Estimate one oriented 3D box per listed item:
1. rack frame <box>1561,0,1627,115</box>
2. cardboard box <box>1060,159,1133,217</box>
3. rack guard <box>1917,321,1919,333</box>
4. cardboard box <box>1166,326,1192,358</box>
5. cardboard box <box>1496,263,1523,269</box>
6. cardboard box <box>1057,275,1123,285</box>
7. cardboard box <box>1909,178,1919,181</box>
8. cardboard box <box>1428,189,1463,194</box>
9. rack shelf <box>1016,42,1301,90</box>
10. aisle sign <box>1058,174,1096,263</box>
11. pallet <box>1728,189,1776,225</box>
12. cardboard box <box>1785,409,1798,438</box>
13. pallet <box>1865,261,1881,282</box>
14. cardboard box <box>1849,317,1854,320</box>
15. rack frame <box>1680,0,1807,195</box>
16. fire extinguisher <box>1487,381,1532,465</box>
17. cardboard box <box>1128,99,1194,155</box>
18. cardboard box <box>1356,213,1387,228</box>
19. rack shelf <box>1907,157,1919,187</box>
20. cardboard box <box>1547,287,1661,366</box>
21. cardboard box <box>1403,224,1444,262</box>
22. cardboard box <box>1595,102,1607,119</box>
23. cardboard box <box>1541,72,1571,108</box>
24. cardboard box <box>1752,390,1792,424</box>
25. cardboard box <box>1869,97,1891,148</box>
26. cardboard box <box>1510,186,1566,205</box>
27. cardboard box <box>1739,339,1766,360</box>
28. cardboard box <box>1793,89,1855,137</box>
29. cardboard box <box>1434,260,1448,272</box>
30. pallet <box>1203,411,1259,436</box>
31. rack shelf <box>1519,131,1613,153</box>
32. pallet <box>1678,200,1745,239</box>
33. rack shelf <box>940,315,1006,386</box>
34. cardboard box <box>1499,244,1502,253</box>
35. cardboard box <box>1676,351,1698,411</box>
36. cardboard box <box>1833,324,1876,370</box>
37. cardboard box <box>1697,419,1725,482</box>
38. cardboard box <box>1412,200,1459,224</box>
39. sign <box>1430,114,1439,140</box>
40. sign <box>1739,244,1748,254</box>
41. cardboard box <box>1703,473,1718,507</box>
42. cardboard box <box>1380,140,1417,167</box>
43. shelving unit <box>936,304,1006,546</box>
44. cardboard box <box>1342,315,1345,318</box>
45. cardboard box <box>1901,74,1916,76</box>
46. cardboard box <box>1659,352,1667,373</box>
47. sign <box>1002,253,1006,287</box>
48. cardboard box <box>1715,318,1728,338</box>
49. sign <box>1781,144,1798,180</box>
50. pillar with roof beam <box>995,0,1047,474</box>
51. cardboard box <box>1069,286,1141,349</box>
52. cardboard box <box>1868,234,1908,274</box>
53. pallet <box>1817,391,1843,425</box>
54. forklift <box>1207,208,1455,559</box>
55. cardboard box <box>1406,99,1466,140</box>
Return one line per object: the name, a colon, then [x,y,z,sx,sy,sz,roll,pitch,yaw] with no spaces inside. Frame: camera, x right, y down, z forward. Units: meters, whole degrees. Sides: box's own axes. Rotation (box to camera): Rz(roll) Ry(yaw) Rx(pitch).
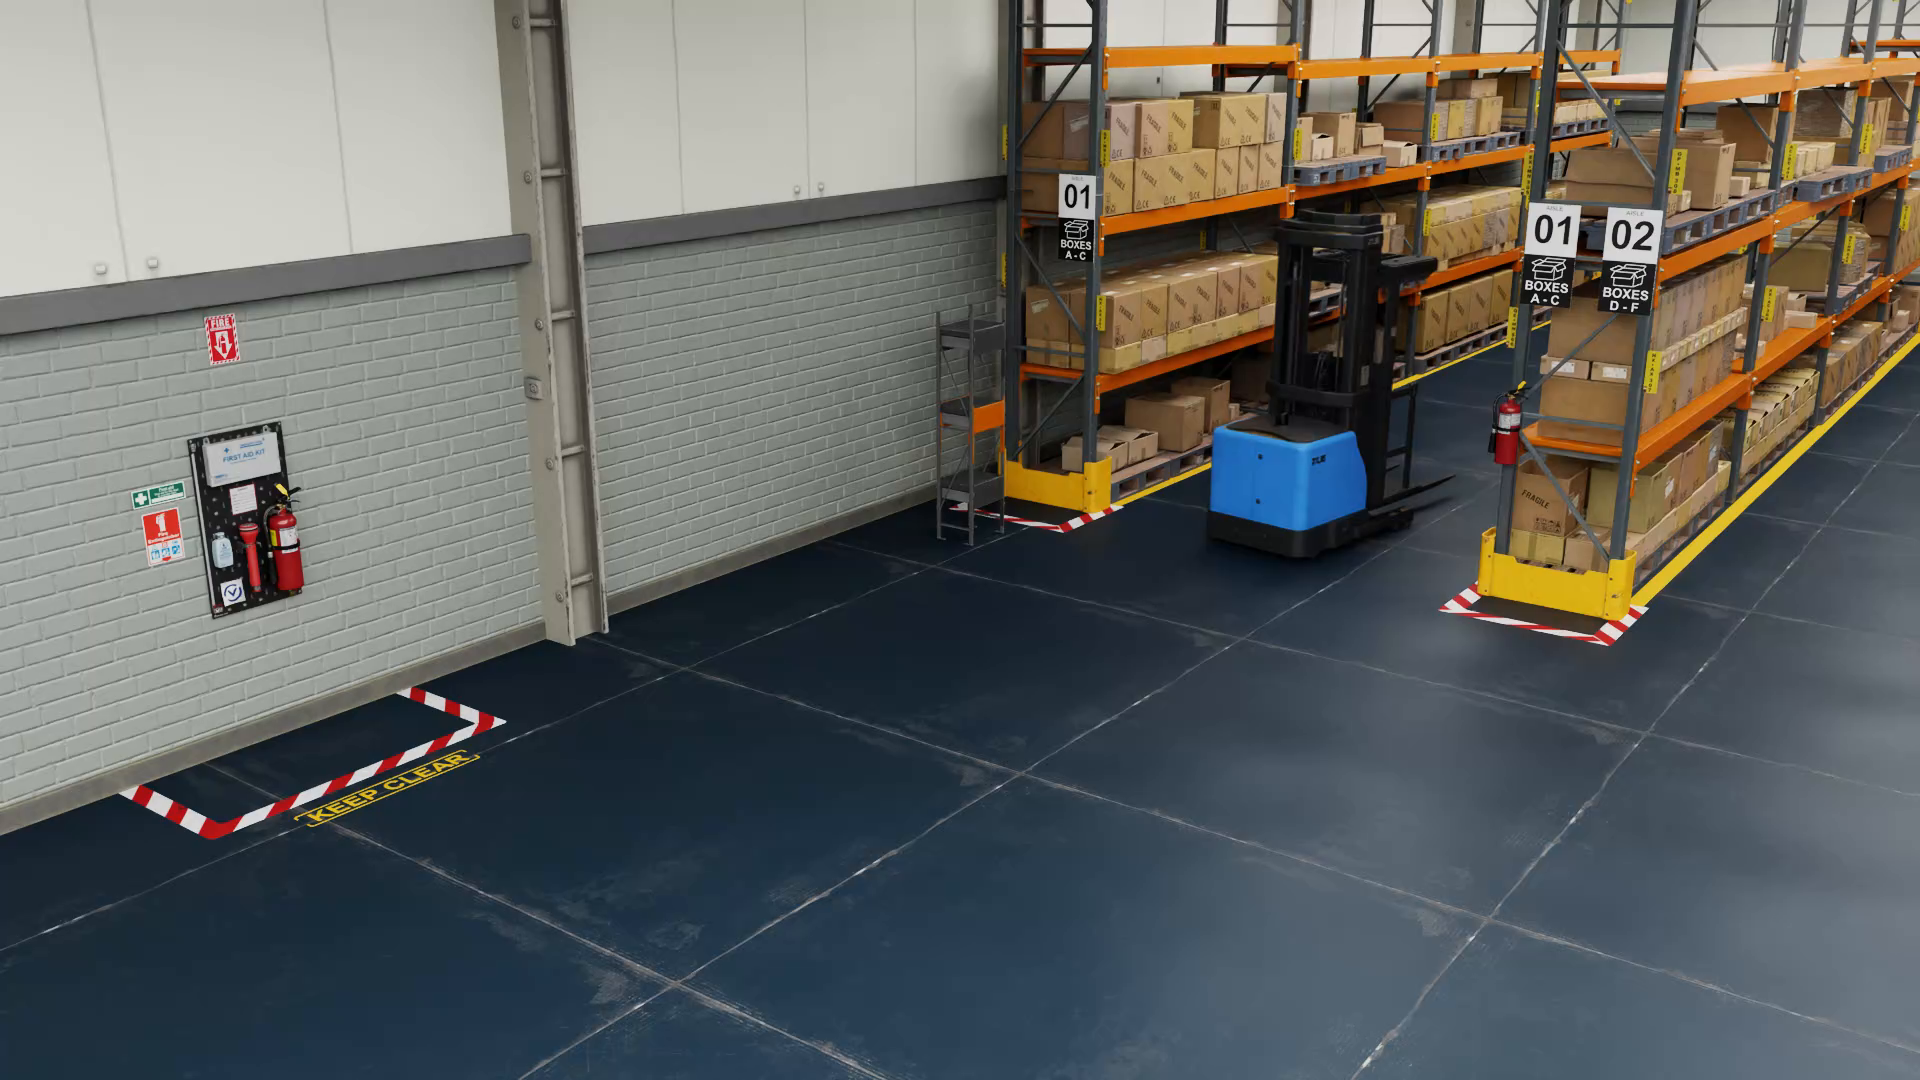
rack frame: [10.415,-8.485,27.399,1.000,3.000,0.127,12,21,35]
cardboard box: [1.282,-3.334,15.669,0.500,0.500,0.500,13,22,36]
rack guard: [14.350,-3.533,25.785,1.175,0.500,0.348,12,21,35]
cardboard box: [2.034,-2.053,17.024,0.500,0.250,0.500,12,21,34]
cardboard box: [8.783,-4.333,26.558,0.380,0.149,0.250,12,21,33]
cardboard box: [1.300,-2.373,16.788,0.500,0.500,0.500,13,21,35]
cardboard box: [14.351,-5.116,24.812,0.500,0.500,0.500,12,21,34]
cardboard box: [6.948,-4.915,24.051,0.500,0.250,0.500,12,21,33]
rack shelf: [2.073,-4.805,16.768,1.077,0.370,4.000,12,21,35]
aisle sign: [1.080,-2.980,15.406,0.394,0.787,0.004,12,21,35]
pallet: [6.758,-3.070,15.168,1.003,0.211,1.213,12,21,35]
cardboard box: [8.905,-1.316,18.359,0.500,0.250,0.500,13,21,36]
pallet: [11.449,-3.530,21.882,1.003,0.211,1.213,12,21,35]
cardboard box: [12.571,-3.083,23.912,0.500,0.311,0.500,12,21,35]
rack frame: [7.246,-4.752,15.379,1.000,3.000,0.127,12,21,35]
fire extinguisher: [4.419,-0.951,13.386,0.296,0.674,0.183,12,21,35]
cardboard box: [1.942,-4.060,16.319,0.500,0.500,0.500,13,22,36]
cardboard box: [5.287,-4.115,21.440,0.380,0.149,0.250,9,19,26]
rack shelf: [13.204,-5.358,23.601,1.077,0.370,4.000,12,21,35]
cardboard box: [5.182,-1.723,13.385,0.700,0.500,0.500,13,21,35]
cardboard box: [6.143,-3.984,22.318,0.500,0.500,0.500,13,22,36]
cardboard box: [10.192,-7.008,27.076,0.500,0.250,0.500,13,22,36]
cardboard box: [8.983,-6.878,25.395,0.500,0.500,0.500,12,21,34]
cardboard box: [8.607,-1.463,17.886,0.500,0.311,0.500,13,22,36]
cardboard box: [11.653,-5.414,21.524,0.600,0.600,0.600,10,20,30]
cardboard box: [9.233,-5.284,26.703,0.980,0.700,0.700,11,20,32]
cardboard box: [7.938,-1.942,16.869,0.380,0.149,0.250,12,21,35]
cardboard box: [9.894,-4.900,19.060,0.500,0.500,0.500,12,21,35]
cardboard box: [6.414,-3.748,22.652,0.380,0.149,0.250,13,22,36]
pallet: [2.893,-1.264,18.963,1.003,0.211,1.213,12,21,35]
rack shelf: [9.224,-6.232,26.416,1.077,0.370,4.000,12,21,35]
pallet: [6.031,-2.780,14.237,1.003,0.211,1.213,12,21,35]
rack shelf: [0.099,-1.698,14.862,0.431,0.518,0.480,12,21,35]
cardboard box: [7.736,-4.308,24.455,0.380,0.149,0.250,13,22,36]
cardboard box: [6.071,-1.460,14.726,0.700,0.500,0.500,13,22,36]
cardboard box: [11.647,-2.524,21.794,0.500,0.500,0.500,13,21,35]
cardboard box: [6.838,-0.867,15.646,0.500,0.500,0.500,12,21,35]
cardboard box: [6.446,-4.462,22.594,0.500,0.250,0.500,12,21,34]
sign: [6.083,-5.297,21.321,0.100,0.325,0.005,12,21,35]
sign: [9.188,-3.449,19.478,0.100,0.325,0.005,12,21,35]
cardboard box: [6.839,-0.508,15.757,0.500,0.250,0.500,12,21,35]
cardboard box: [5.436,-4.895,21.012,0.500,0.311,0.500,12,21,35]
shelving unit: [0.099,-1.042,15.066,0.431,2.100,0.503,12,21,35]
cardboard box: [4.871,-2.783,21.364,0.500,0.250,0.500,13,21,36]
cardboard box: [14.103,-6.578,24.461,0.700,0.500,0.500,12,21,35]
cardboard box: [5.574,-1.470,13.663,0.380,0.149,0.250,13,21,35]
sign: [0.448,-2.616,16.130,0.100,0.325,0.005,12,21,35]
cardboard box: [6.797,-1.958,15.235,0.380,0.149,0.250,12,21,35]
sign: [7.692,-3.507,15.421,0.100,0.325,0.005,12,21,35]
pillar with roof beam: [4.062,-4.233,13.707,9.100,9.000,0.400,12,21,35]
cardboard box: [1.408,-2.165,16.120,0.500,0.500,0.500,12,21,35]
cardboard box: [12.535,-3.914,22.626,0.500,0.500,0.500,13,22,36]
pallet: [10.104,-1.679,20.302,1.003,0.211,1.213,12,21,35]
forklift: [3.644,-1.591,15.432,1.130,2.935,3.031,16,24,42]
cardboard box: [6.505,-5.795,22.886,0.700,0.500,0.500,14,22,37]
